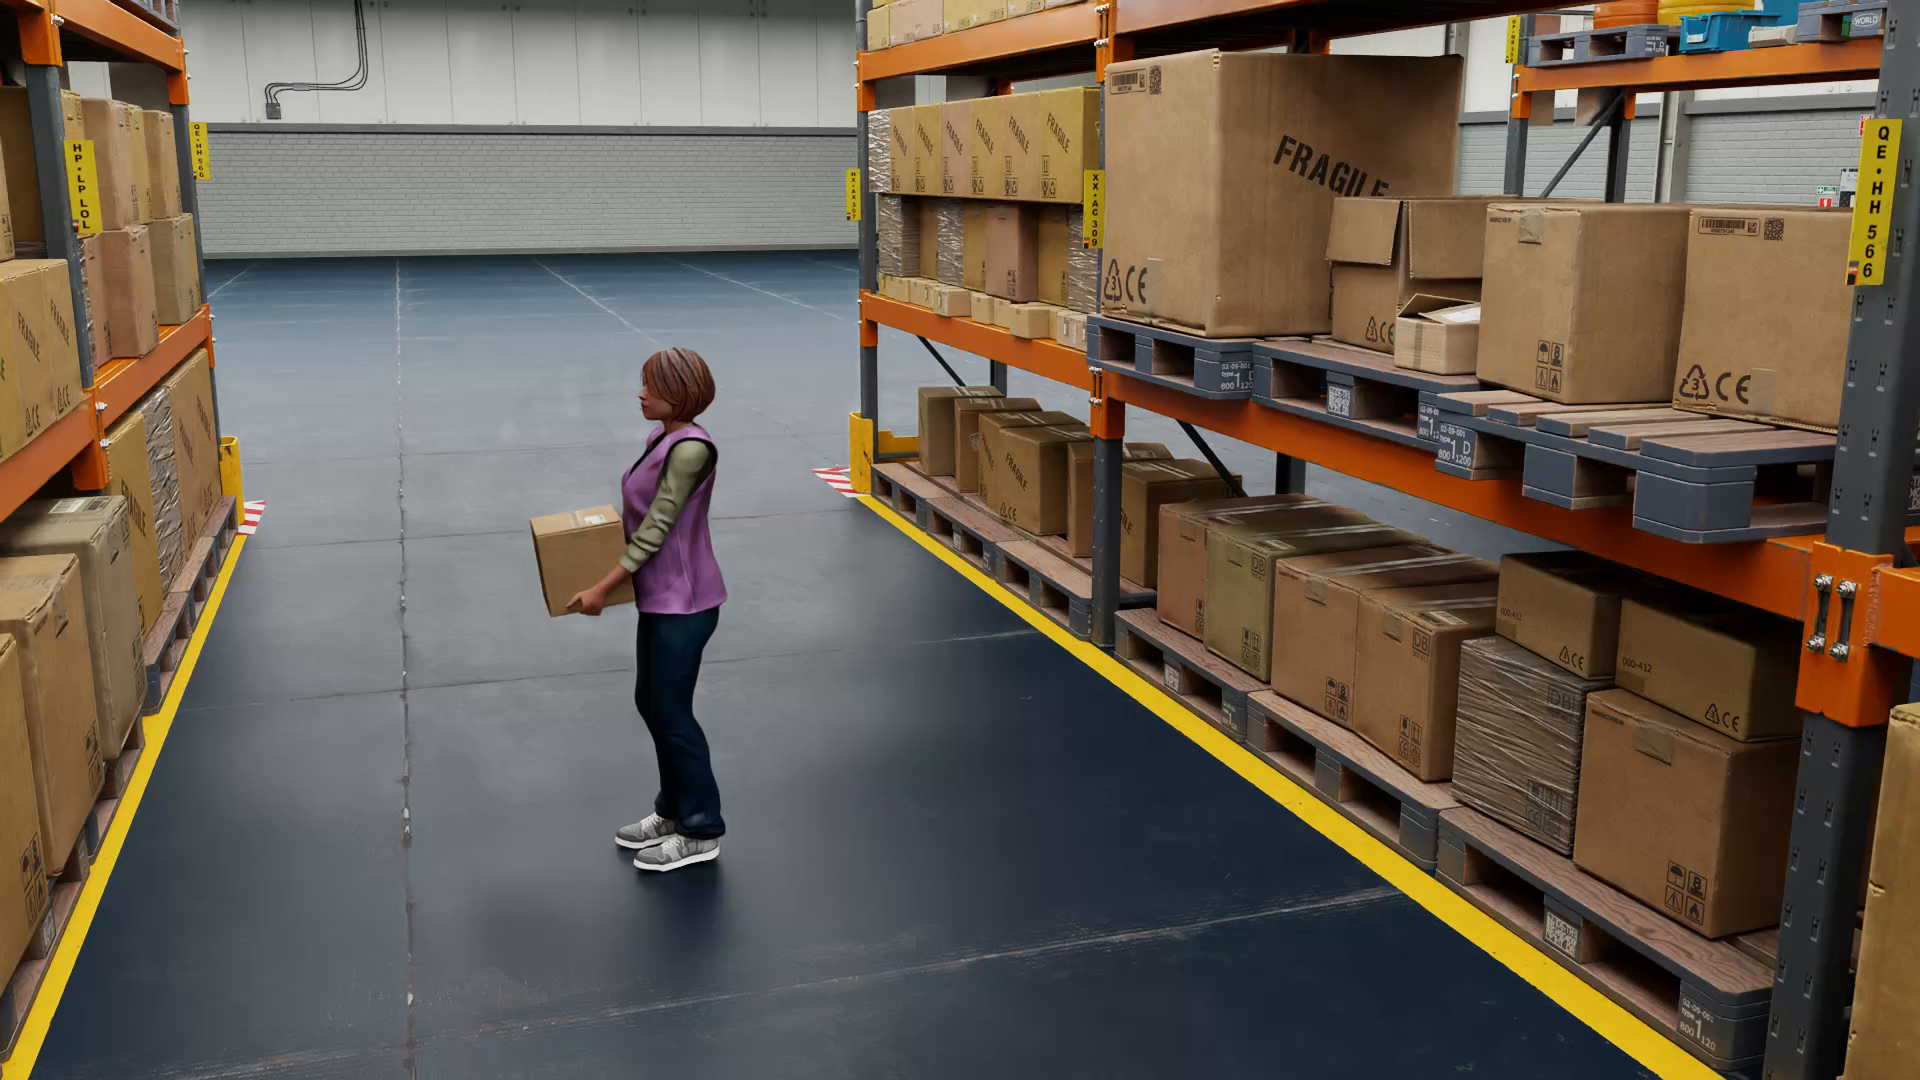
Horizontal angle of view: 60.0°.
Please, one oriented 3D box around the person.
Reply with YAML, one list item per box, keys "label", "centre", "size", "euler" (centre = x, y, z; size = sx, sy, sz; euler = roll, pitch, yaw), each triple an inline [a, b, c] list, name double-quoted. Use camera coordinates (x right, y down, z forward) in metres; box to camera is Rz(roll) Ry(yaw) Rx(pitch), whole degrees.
- label: "person"
  centre: [-0.957, 0.213, 5.061]
  size: [0.490, 1.596, 0.404]
  euler: [-4, 13, -17]
